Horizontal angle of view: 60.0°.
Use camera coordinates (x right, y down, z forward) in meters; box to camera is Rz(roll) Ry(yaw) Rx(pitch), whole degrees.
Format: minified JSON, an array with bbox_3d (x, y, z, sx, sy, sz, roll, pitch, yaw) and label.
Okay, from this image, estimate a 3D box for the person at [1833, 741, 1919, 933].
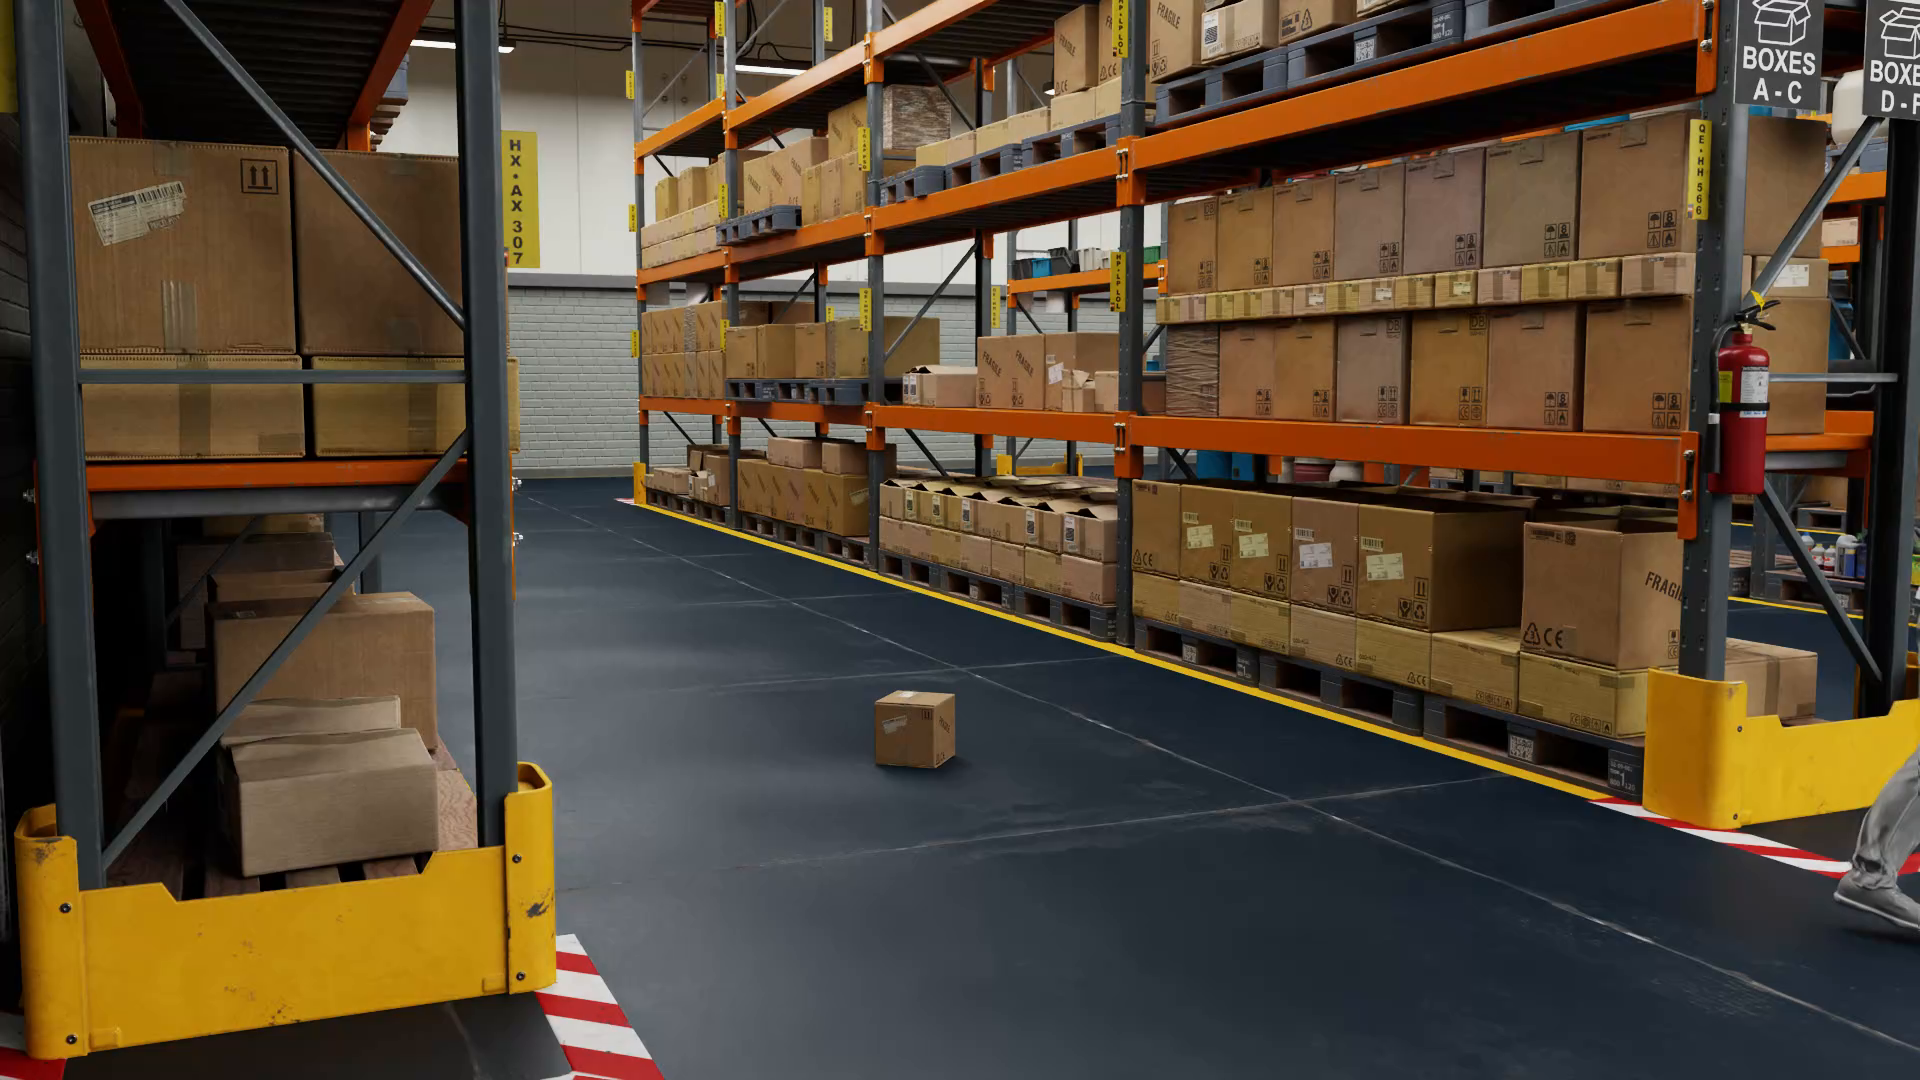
[{"bbox_3d":[2.852,0.240,4.409,0.919,1.615,0.556,1,6,10],"label":"person"}]
